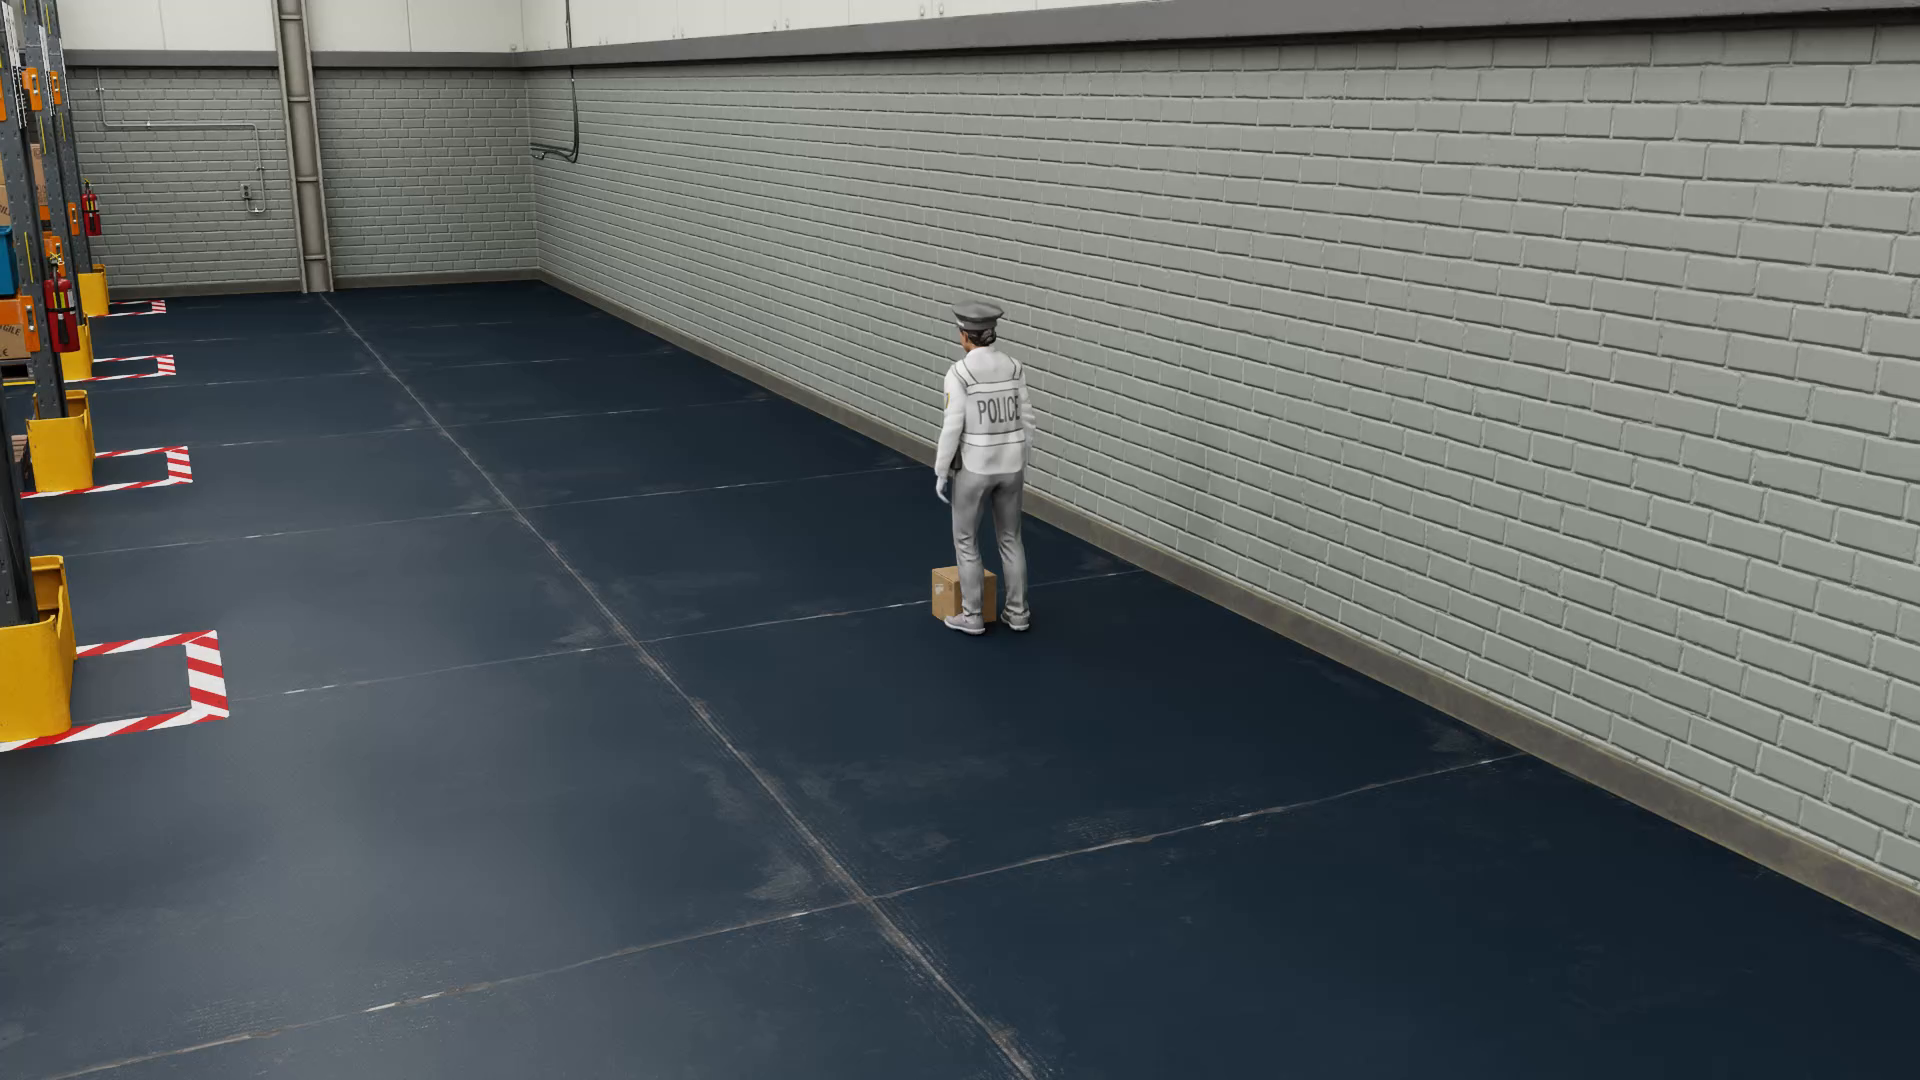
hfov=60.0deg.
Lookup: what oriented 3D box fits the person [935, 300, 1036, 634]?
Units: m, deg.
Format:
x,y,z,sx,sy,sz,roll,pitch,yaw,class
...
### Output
x,y,z,sx,sy,sz,roll,pitch,yaw,class
0.116,-0.343,8.260,0.547,1.667,0.408,-8,17,-28,person
